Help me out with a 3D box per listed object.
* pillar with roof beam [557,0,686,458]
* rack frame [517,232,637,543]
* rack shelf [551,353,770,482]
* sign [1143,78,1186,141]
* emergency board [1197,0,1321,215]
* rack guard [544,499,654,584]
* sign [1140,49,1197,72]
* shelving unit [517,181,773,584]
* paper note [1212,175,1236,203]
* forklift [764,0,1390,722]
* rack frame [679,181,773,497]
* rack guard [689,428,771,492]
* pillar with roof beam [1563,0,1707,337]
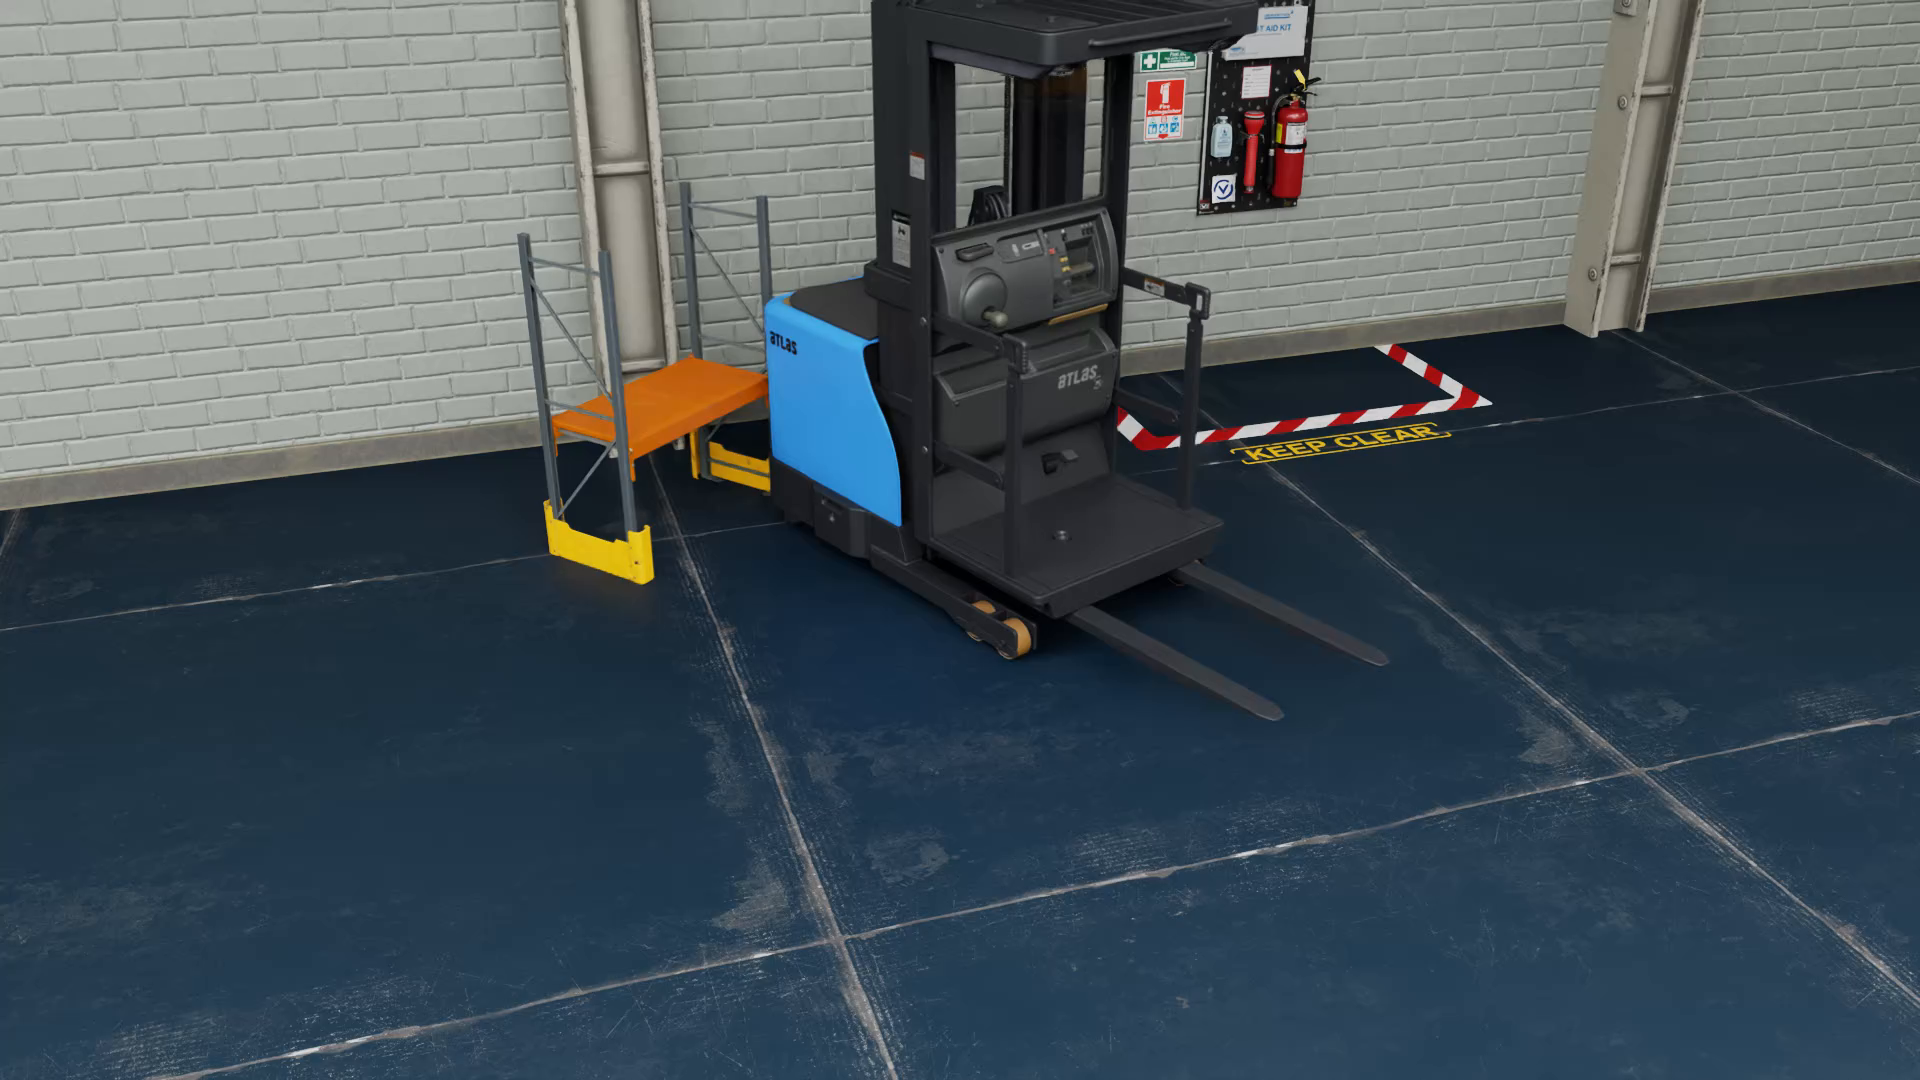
[{"bbox_3d":[-0.338,-2.727,3.123,0.400,9.000,9.100,-8,28,-16],"label":"pillar with roof beam"},{"bbox_3d":[-1.634,-0.553,7.178,0.500,1.500,0.032,16,31,29],"label":"rack frame"},{"bbox_3d":[-1.360,-0.583,7.642,0.538,0.185,1.000,16,31,29],"label":"rack shelf"},{"bbox_3d":[1.115,-2.345,9.061,0.234,0.329,0.001,-8,28,-16],"label":"sign"},{"bbox_3d":[1.672,-2.362,9.134,0.643,1.169,0.194,-8,28,-16],"label":"emergency board"},{"bbox_3d":[-1.624,-0.001,7.470,0.587,0.250,0.087,16,31,29],"label":"rack guard"},{"bbox_3d":[1.122,-2.580,8.937,0.331,0.109,0.001,-8,28,-16],"label":"sign"},{"bbox_3d":[-1.356,-0.747,7.568,0.587,1.500,1.083,16,31,29],"label":"shelving unit"},{"bbox_3d":[1.483,-1.972,9.340,0.142,0.148,0.016,-8,28,-16],"label":"paper note"},{"bbox_3d":[0.419,-1.079,6.627,1.130,2.935,3.031,-20,33,-35],"label":"forklift"},{"bbox_3d":[-1.087,-0.934,7.945,0.500,1.500,0.032,16,31,29],"label":"rack frame"},{"bbox_3d":[-1.088,-0.374,8.222,0.587,0.250,0.087,16,31,29],"label":"rack guard"},{"bbox_3d":[5.367,-3.553,4.787,0.400,9.000,9.100,-8,28,-16],"label":"pillar with roof beam"}]
